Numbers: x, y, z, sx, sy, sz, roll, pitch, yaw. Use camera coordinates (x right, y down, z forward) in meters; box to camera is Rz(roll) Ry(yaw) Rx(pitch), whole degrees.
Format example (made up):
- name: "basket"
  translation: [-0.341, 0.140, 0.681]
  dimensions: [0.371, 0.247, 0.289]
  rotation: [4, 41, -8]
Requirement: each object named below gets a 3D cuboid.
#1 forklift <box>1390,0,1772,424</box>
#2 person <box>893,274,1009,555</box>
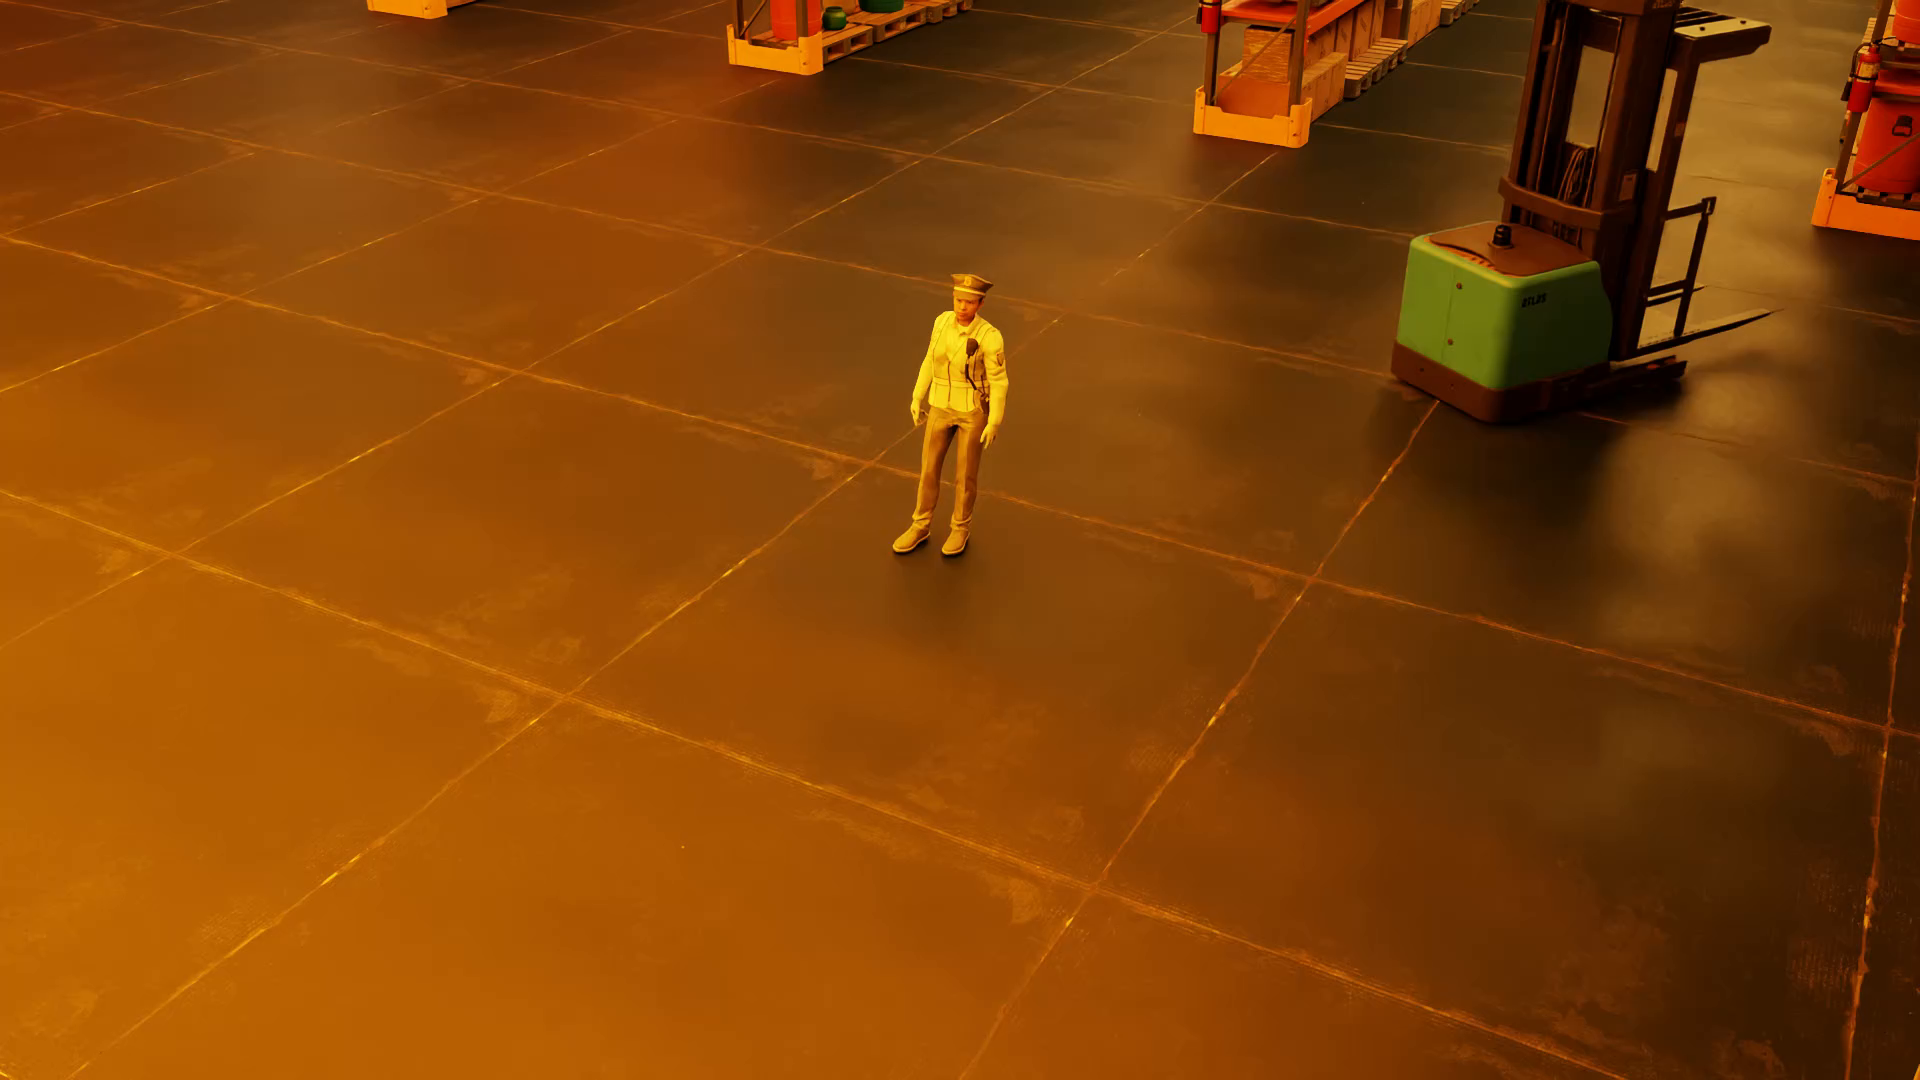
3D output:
- name: "forklift"
  translation: [4.635, -2.577, 11.536]
  dimensions: [3.031, 2.935, 1.130]
  rotation: [-15, 33, -25]
- name: "person"
  translation: [-0.040, -0.712, 9.526]
  dimensions: [0.586, 1.694, 0.530]
  rotation: [15, 33, 25]
